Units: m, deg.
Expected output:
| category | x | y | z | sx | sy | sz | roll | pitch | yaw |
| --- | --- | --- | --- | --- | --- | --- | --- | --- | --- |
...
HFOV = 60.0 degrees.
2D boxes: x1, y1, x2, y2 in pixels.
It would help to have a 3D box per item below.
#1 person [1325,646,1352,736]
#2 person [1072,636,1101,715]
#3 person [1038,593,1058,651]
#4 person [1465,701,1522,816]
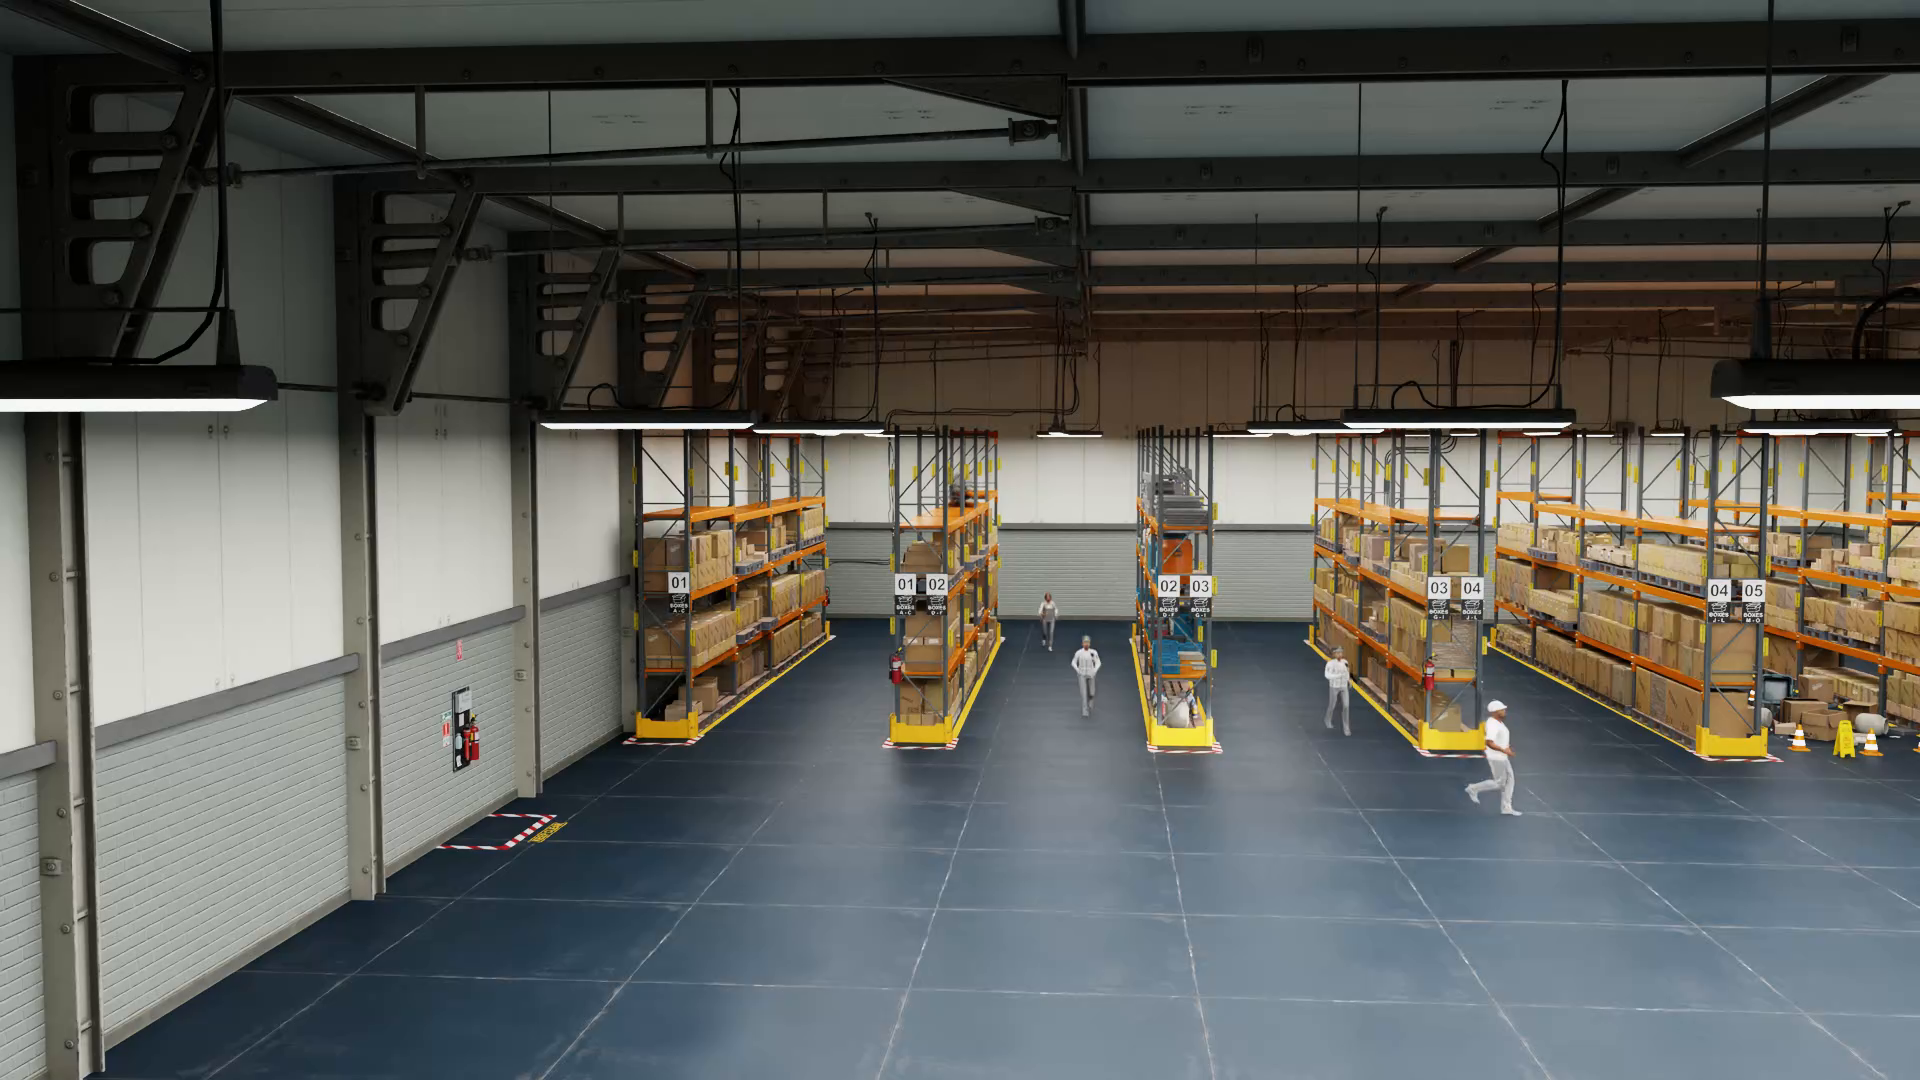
| category | x | y | z | sx | sy | sz | roll | pitch | yaw |
| --- | --- | --- | --- | --- | --- | --- | --- | --- | --- |
| person | 7.382 | 2.889 | 32.494 | 0.598 | 1.684 | 0.803 | 0 | 3 | -8 |
| person | 2.620 | 2.813 | 34.658 | 0.588 | 1.648 | 0.576 | 0 | 3 | 1 |
| person | 2.406 | 2.219 | 45.284 | 0.550 | 1.563 | 0.757 | 0 | 3 | -5 |
| person | 8.183 | 3.327 | 25.437 | 0.831 | 1.748 | 0.701 | 2 | 4 | 24 |
